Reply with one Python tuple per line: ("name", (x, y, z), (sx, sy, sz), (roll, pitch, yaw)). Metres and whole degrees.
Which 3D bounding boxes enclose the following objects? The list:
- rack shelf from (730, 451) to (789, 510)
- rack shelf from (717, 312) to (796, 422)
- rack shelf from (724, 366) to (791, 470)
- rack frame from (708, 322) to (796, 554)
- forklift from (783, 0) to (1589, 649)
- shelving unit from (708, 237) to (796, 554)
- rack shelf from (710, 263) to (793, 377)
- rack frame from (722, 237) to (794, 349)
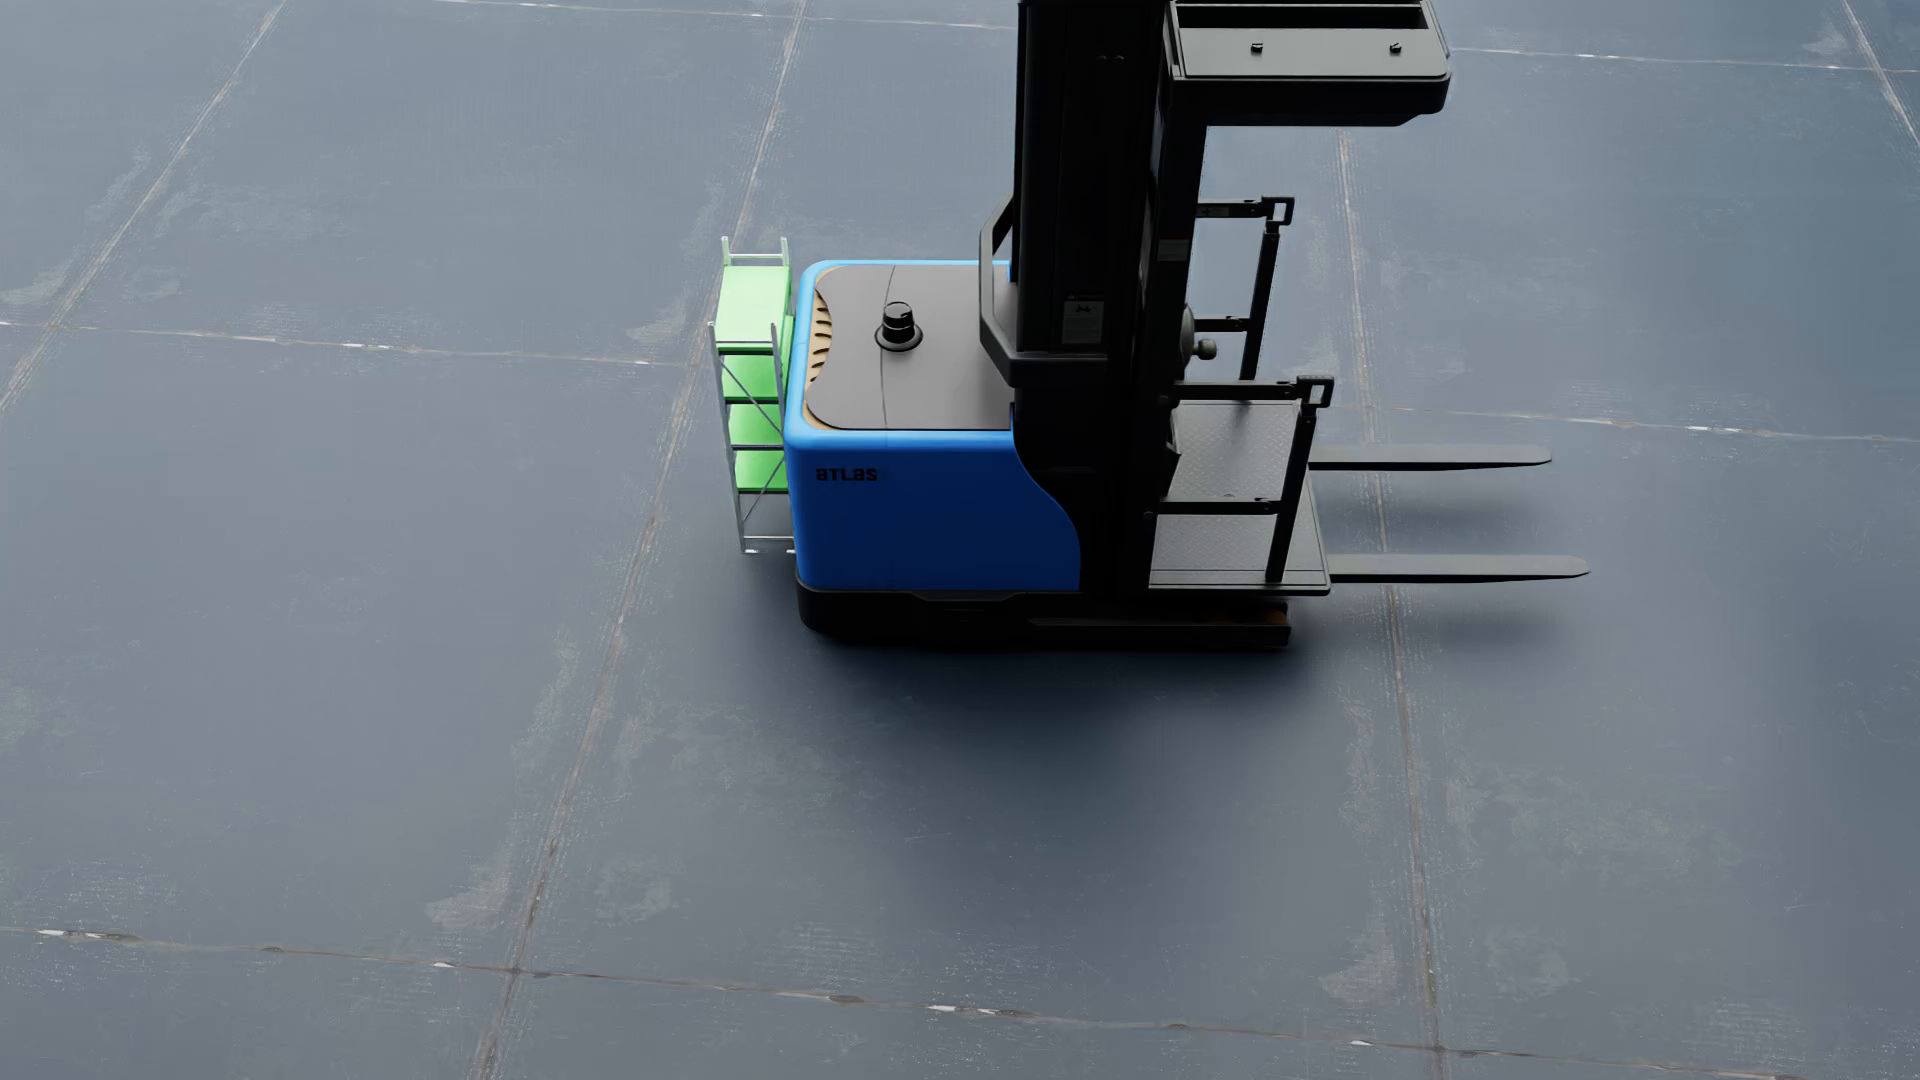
("rack shelf", (-0.765, -0.331, 6.677), (0.258, 0.148, 0.480), (0, 48, 0))
("rack shelf", (-0.765, -0.655, 6.323), (0.258, 0.148, 0.480), (0, 48, 0))
("rack shelf", (-0.765, -0.493, 6.500), (0.258, 0.148, 0.480), (0, 48, 0))
("rack frame", (-0.766, -0.356, 6.288), (0.240, 1.200, 0.015), (0, 48, 0))
("forklift", (0.897, -0.967, 5.674), (3.031, 2.935, 1.130), (0, 48, 0))
("shelving unit", (-0.765, -0.536, 6.453), (0.258, 1.200, 0.503), (0, 48, 0))
("rack shelf", (-0.765, -0.817, 6.146), (0.258, 0.148, 0.480), (0, 48, 0))
("rack frame", (-0.764, -0.716, 6.617), (0.240, 1.200, 0.015), (0, 48, 0))
